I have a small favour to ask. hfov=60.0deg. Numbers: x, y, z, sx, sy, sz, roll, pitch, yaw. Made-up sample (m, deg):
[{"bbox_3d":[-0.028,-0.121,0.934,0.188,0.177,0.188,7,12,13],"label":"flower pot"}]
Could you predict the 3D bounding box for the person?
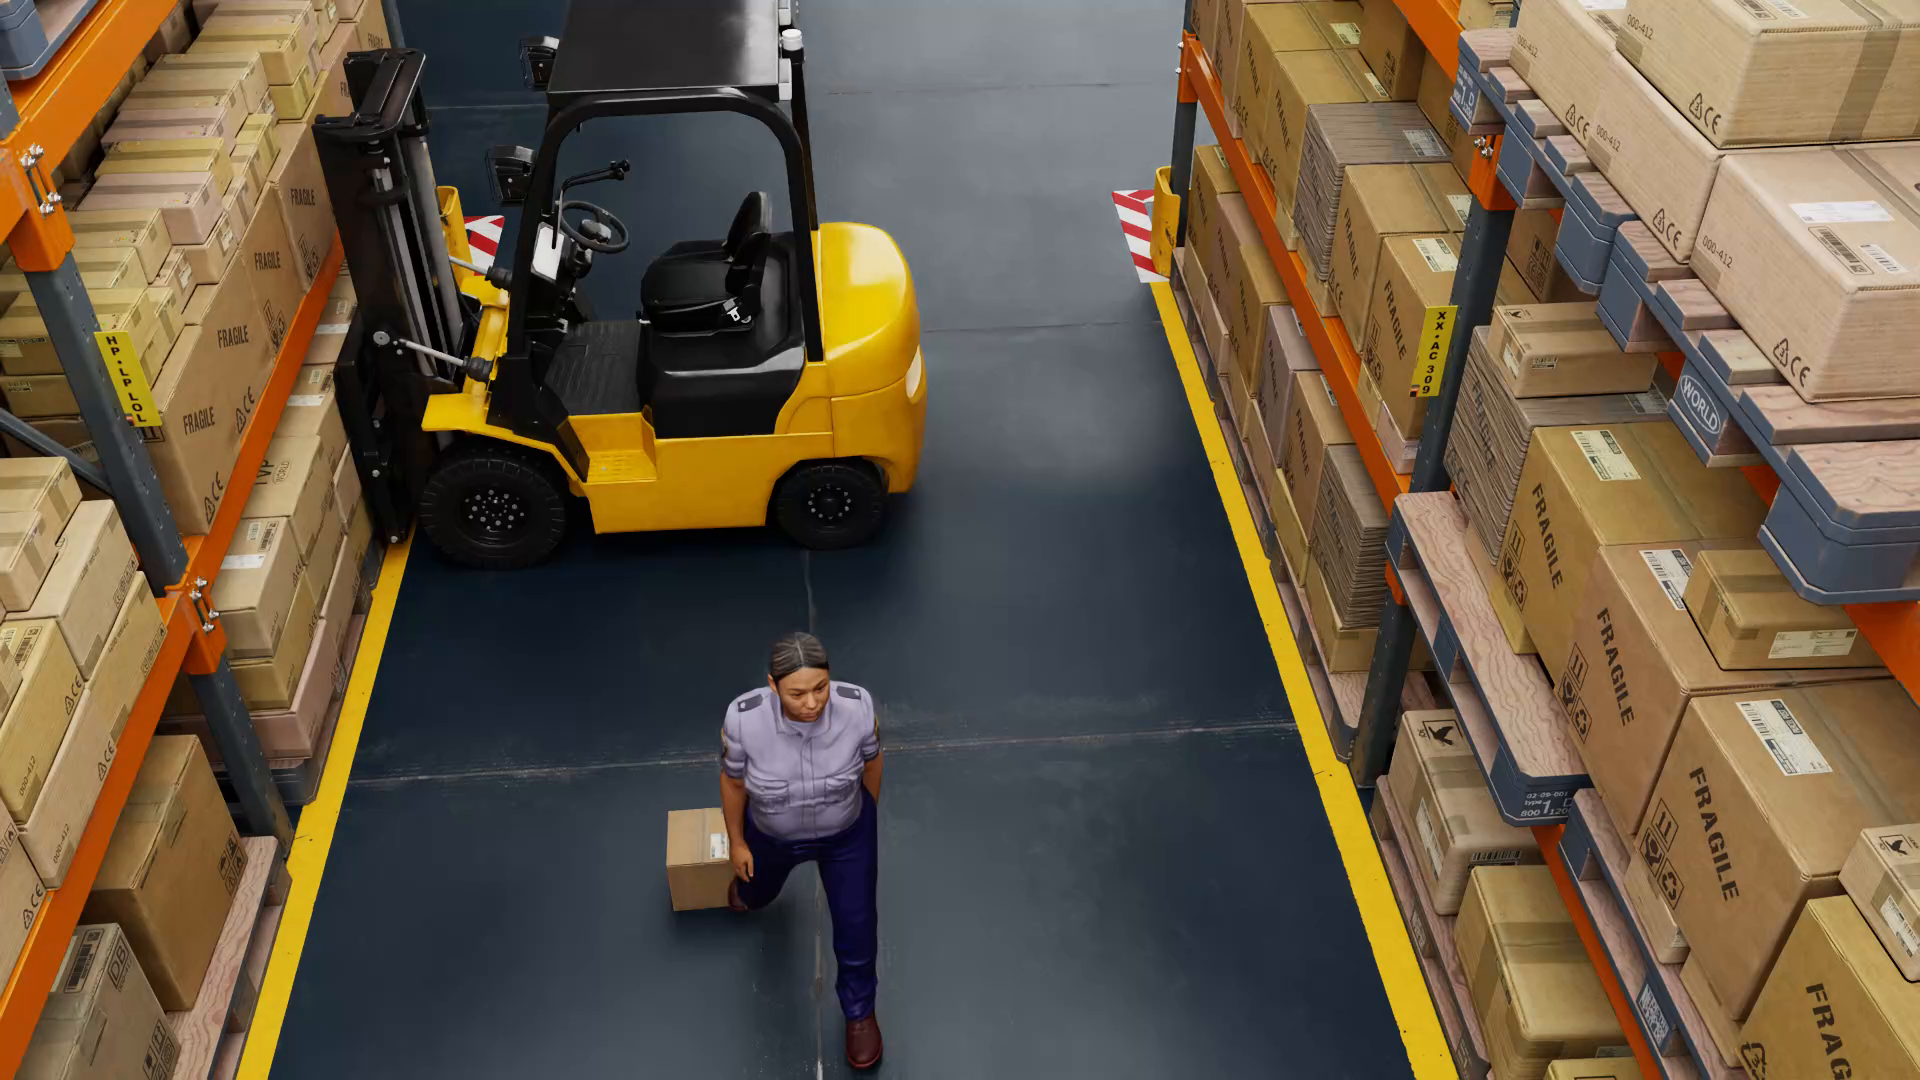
[{"bbox_3d":[-0.510,0.835,5.142,0.552,1.610,0.844,-3,39,-4],"label":"person"}]
